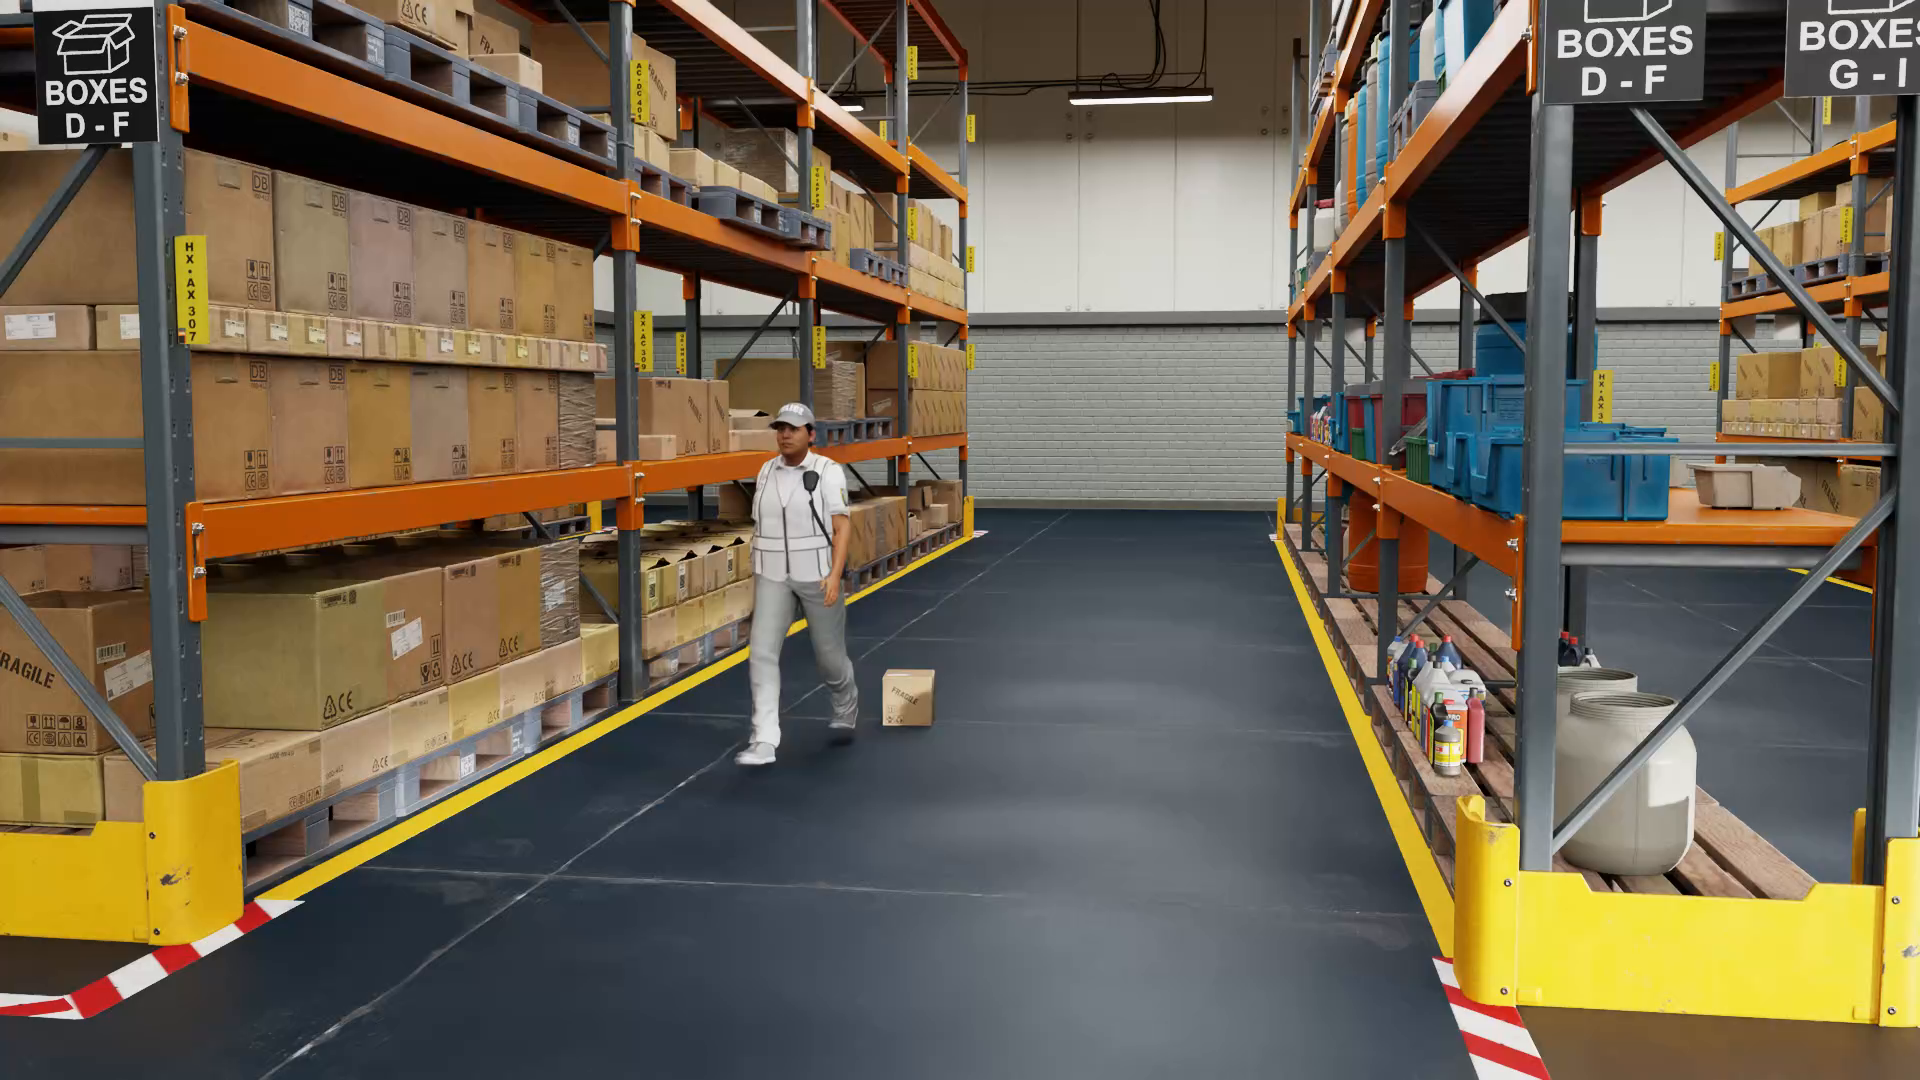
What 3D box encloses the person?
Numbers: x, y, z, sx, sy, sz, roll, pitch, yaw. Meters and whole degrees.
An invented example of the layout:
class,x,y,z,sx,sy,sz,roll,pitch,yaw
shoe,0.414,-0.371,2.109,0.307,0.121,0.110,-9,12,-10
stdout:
class,x,y,z,sx,sy,sz,roll,pitch,yaw
person,-0.728,0.178,7.637,0.485,1.614,1.013,1,5,10
